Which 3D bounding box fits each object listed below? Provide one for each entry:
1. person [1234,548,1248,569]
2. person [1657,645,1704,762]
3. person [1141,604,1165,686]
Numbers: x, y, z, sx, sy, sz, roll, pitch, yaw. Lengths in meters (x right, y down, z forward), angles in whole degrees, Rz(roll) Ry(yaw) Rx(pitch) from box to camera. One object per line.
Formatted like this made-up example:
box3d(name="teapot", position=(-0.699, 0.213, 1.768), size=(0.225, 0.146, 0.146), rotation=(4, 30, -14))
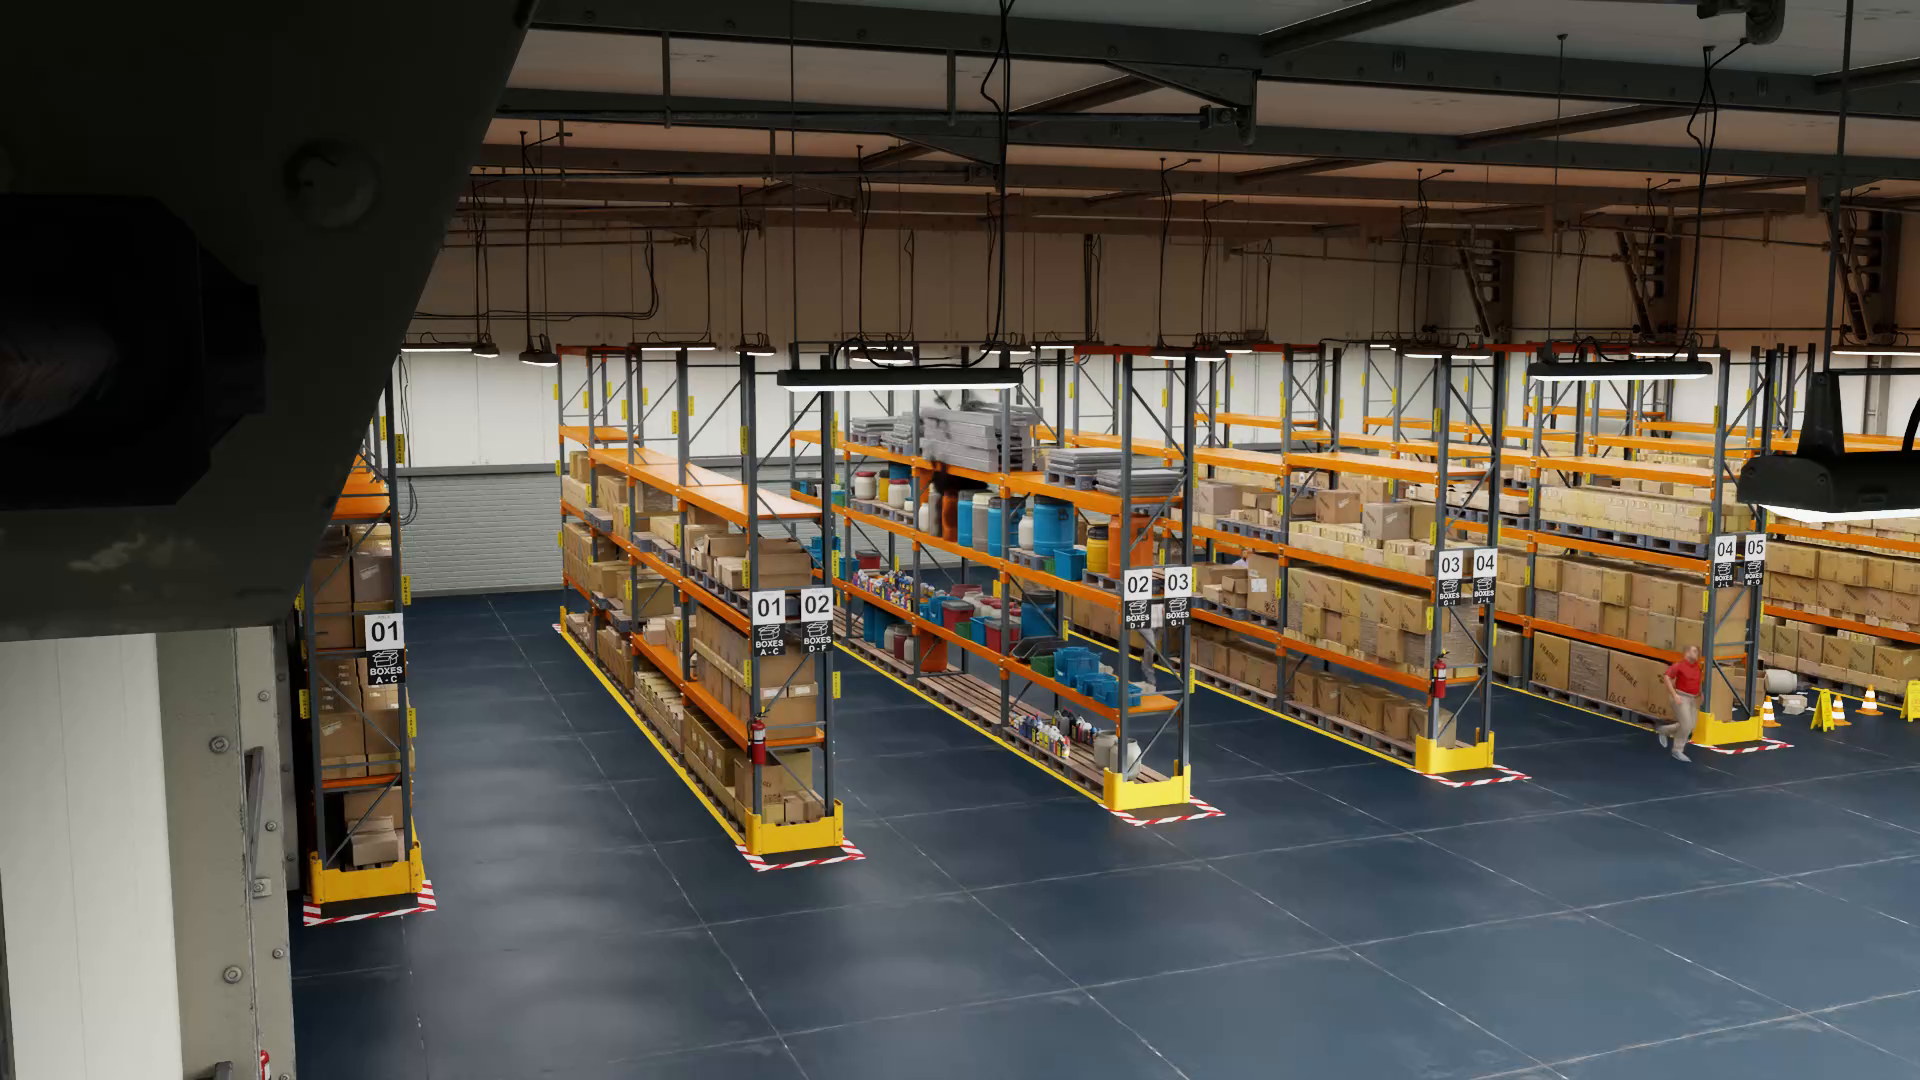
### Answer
box3d(name="person", position=(6.124, 1.009, 35.631), size=(0.608, 1.670, 0.894), rotation=(-2, 8, -17))
box3d(name="person", position=(10.719, 2.391, 24.720), size=(0.702, 1.697, 0.682), rotation=(-4, 9, -31))
box3d(name="person", position=(3.321, 1.541, 28.747), size=(0.624, 1.892, 0.726), rotation=(-4, 8, -31))
